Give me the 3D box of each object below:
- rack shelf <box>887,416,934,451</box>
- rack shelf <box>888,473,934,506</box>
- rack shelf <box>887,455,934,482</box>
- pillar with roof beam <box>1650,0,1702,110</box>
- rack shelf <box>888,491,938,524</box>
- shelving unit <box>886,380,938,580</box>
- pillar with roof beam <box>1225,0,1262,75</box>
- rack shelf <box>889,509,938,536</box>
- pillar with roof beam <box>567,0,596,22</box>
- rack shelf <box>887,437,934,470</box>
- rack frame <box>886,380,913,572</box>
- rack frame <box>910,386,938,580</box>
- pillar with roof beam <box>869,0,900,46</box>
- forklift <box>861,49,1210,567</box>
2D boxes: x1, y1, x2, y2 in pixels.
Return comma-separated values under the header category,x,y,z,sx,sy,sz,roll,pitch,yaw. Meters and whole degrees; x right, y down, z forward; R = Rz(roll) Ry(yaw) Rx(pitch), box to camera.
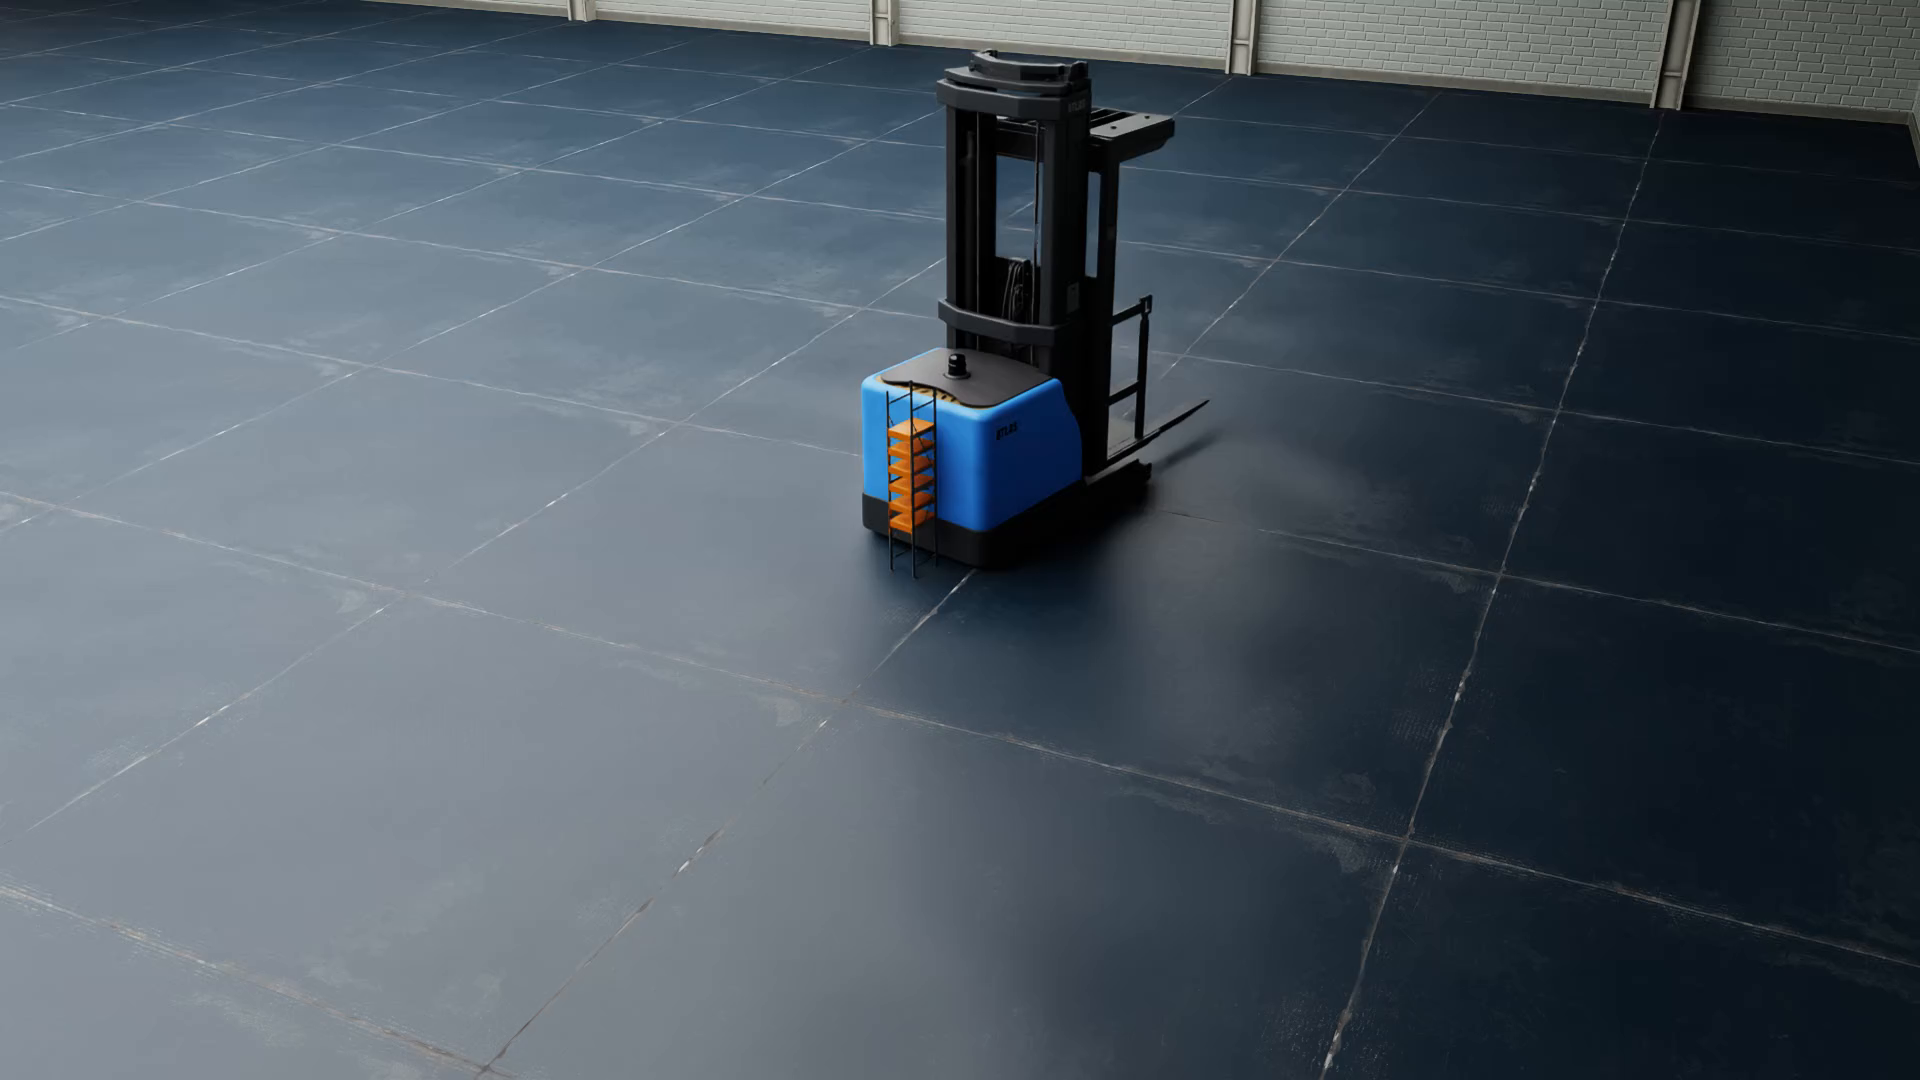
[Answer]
category,x,y,z,sx,sy,sz,roll,pitch,yaw
rack shelf,-0.289,-0.640,9.976,0.180,0.103,0.258,19,32,33
rack shelf,-0.288,-0.318,10.136,0.180,0.103,0.258,19,32,33
rack shelf,-0.288,-0.425,10.083,0.180,0.103,0.258,19,32,33
pillar with roof beam,7.909,-8.253,17.325,0.400,9.000,9.100,11,28,22
rack shelf,-0.287,-0.210,10.189,0.180,0.103,0.258,19,32,33
shelving unit,-0.288,-0.358,10.116,0.189,1.200,0.258,19,32,33
pillar with roof beam,2.447,-9.350,19.553,0.400,9.000,9.100,11,28,22
rack shelf,-0.287,-0.103,10.243,0.180,0.103,0.258,19,32,33
pillar with roof beam,-8.476,-11.544,24.010,0.400,9.000,9.100,11,28,22
rack shelf,-0.289,-0.533,10.029,0.180,0.103,0.258,19,32,33
rack frame,-0.360,-0.382,10.167,0.006,1.200,0.240,19,32,33
rack frame,-0.216,-0.333,10.066,0.006,1.200,0.240,19,32,33
pillar with roof beam,-3.015,-10.447,21.781,0.400,9.000,9.100,11,28,22
forklift,0.670,-1.736,10.958,1.130,2.935,3.031,19,32,33
